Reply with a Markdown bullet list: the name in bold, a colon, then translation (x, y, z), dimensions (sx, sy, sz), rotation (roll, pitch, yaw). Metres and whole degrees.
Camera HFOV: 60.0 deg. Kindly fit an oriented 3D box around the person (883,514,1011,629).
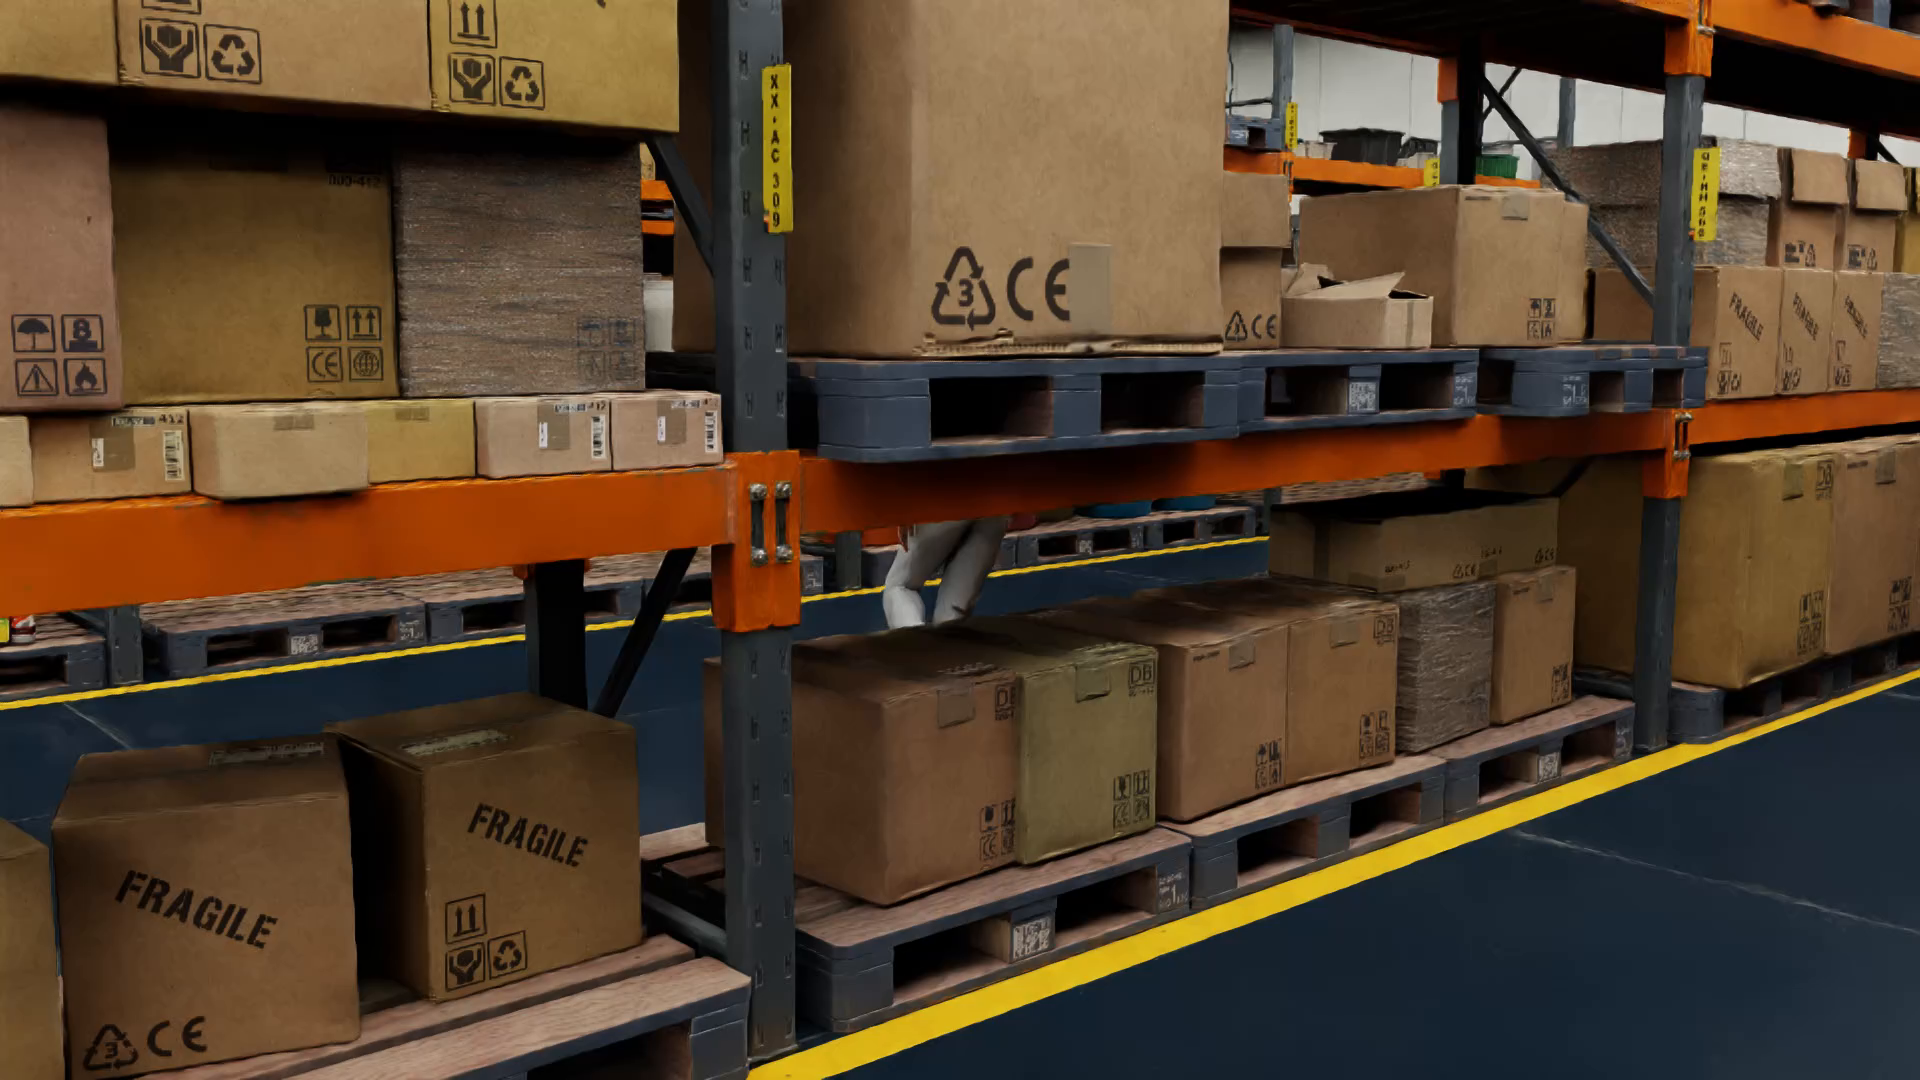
- **person**: translation (-0.003, -0.051, 6.295), dimensions (0.603, 1.599, 0.506), rotation (-2, 8, -11)
